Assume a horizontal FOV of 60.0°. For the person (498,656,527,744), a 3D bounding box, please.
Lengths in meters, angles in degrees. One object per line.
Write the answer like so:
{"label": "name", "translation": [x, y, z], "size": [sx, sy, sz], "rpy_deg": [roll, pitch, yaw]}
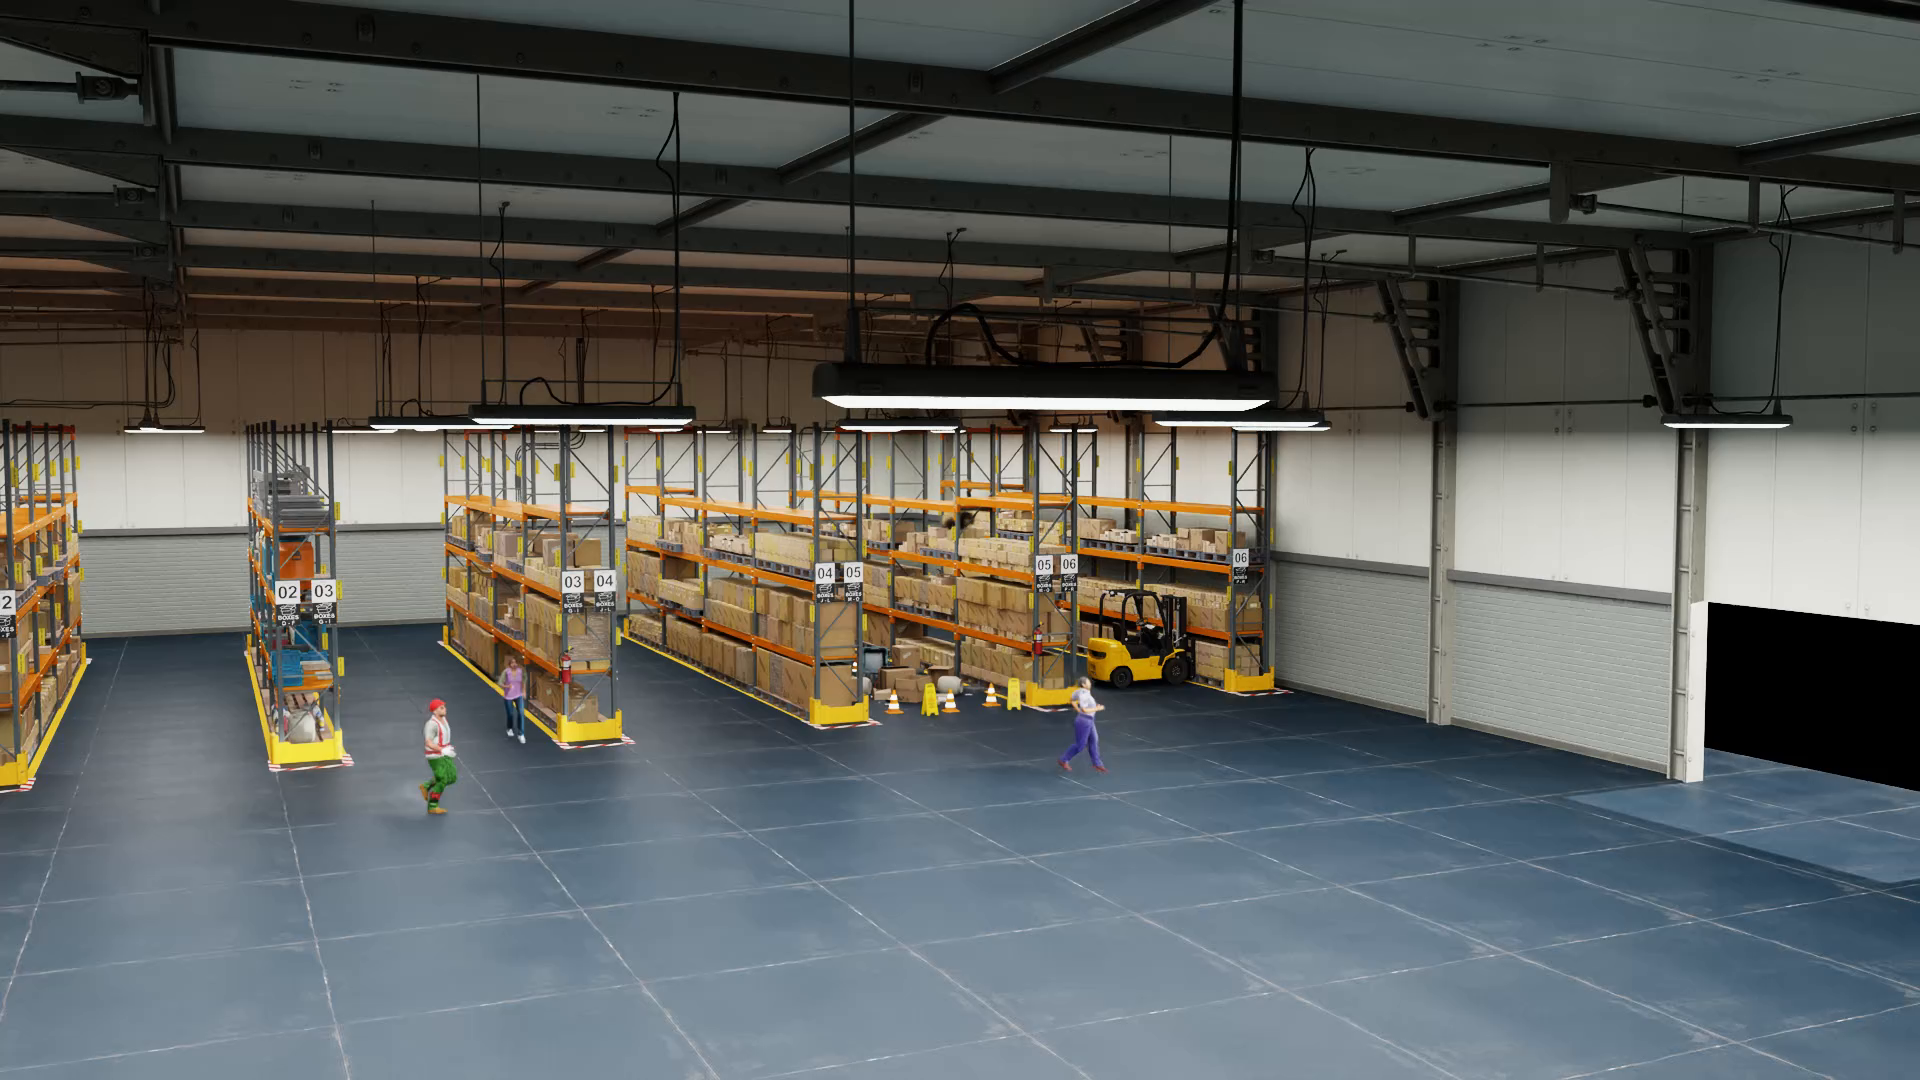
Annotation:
{"label": "person", "translation": [-8.381, 2.980, 31.191], "size": [0.560, 1.623, 0.788], "rpy_deg": [-2, 4, -24]}

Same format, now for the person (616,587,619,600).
{"label": "person", "translation": [-10.169, 1.842, 48.136], "size": [0.725, 1.746, 0.777], "rpy_deg": [3, 4, 36]}

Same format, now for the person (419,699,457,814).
{"label": "person", "translation": [-7.914, 3.275, 25.224], "size": [0.668, 1.741, 0.652], "rpy_deg": [0, 4, 6]}

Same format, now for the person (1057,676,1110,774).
{"label": "person", "translation": [2.088, 3.137, 28.097], "size": [0.886, 1.652, 0.602], "rpy_deg": [0, 4, 6]}
